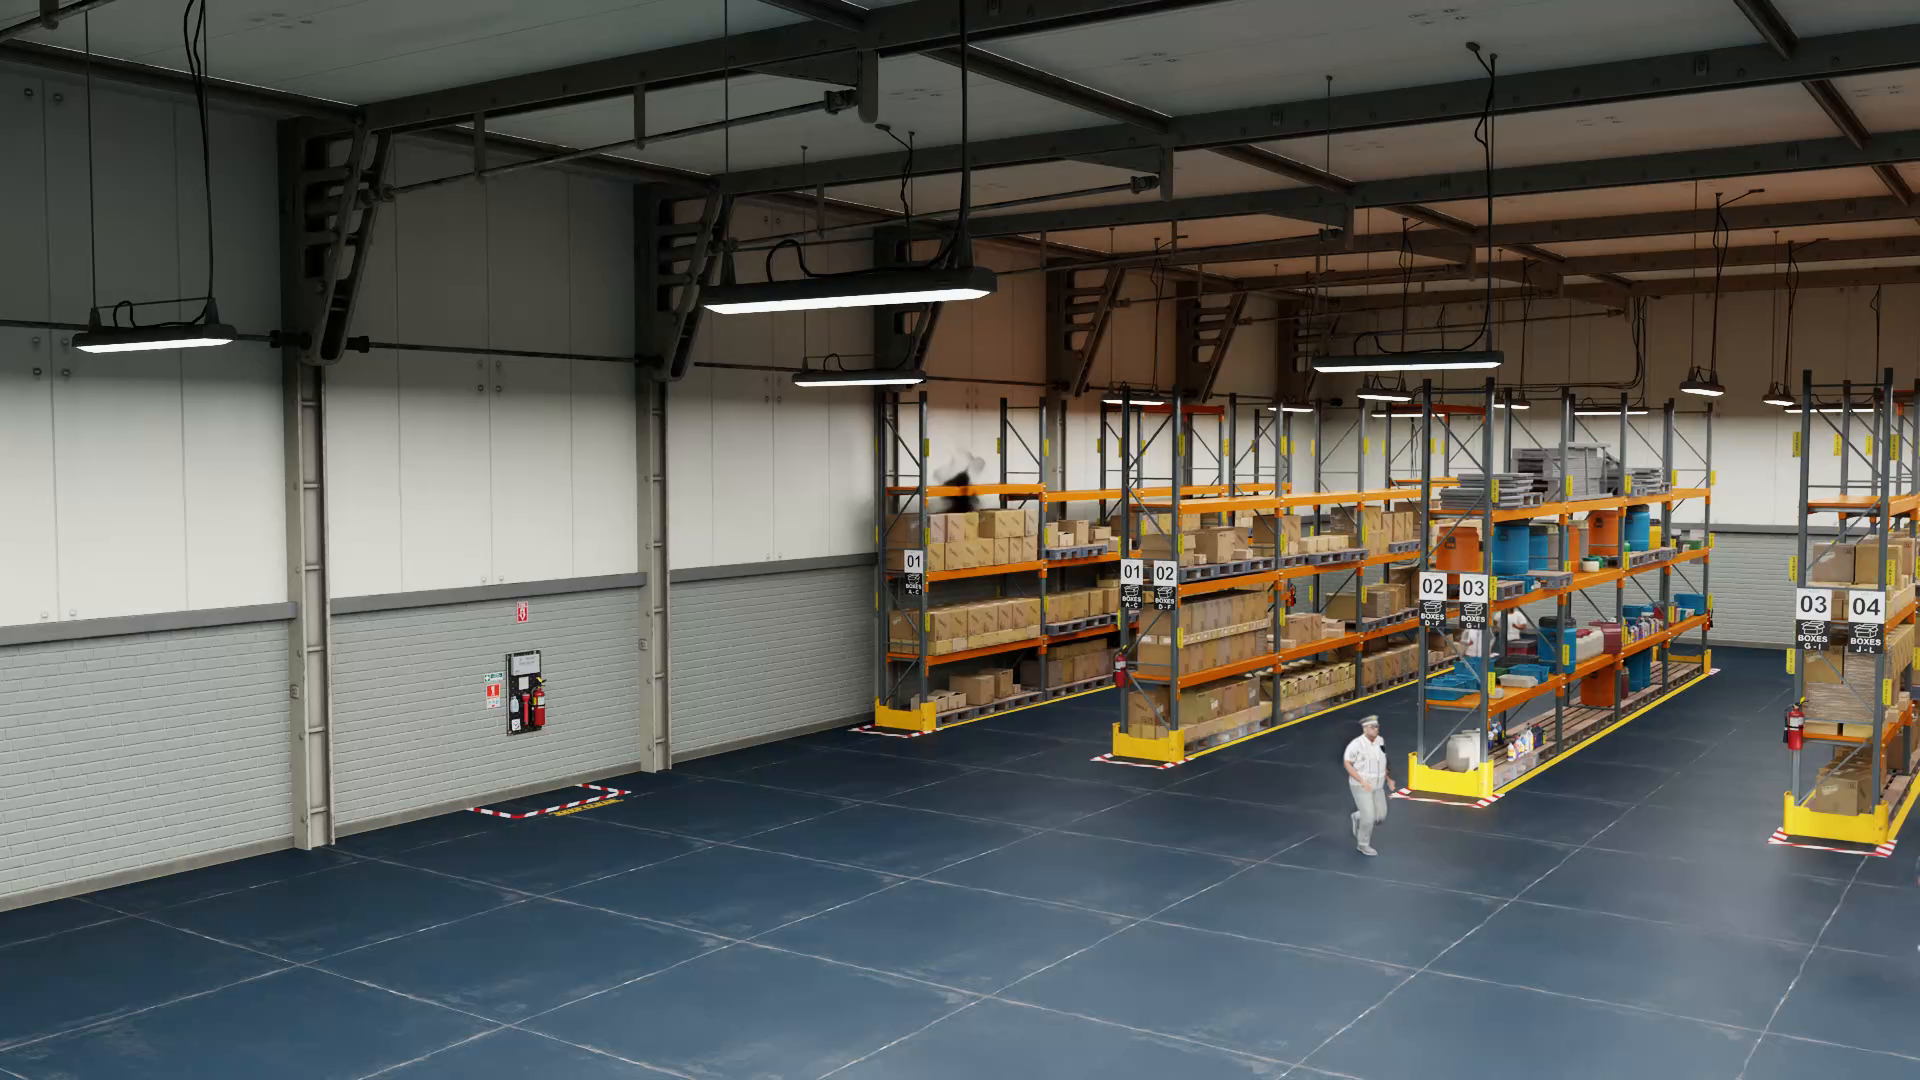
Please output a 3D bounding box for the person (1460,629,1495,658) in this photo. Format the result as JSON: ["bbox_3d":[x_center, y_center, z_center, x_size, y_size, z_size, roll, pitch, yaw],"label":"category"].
[{"bbox_3d":[10.114,2.277,32.566,0.630,1.767,0.906,1,3,19],"label":"person"}]

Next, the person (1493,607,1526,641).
[{"bbox_3d":[11.764,2.143,35.625,0.672,1.831,0.775,1,3,19],"label":"person"}]

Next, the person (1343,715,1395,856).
[{"bbox_3d":[5.007,3.007,20.600,0.645,1.732,0.633,-2,4,-29],"label":"person"}]
